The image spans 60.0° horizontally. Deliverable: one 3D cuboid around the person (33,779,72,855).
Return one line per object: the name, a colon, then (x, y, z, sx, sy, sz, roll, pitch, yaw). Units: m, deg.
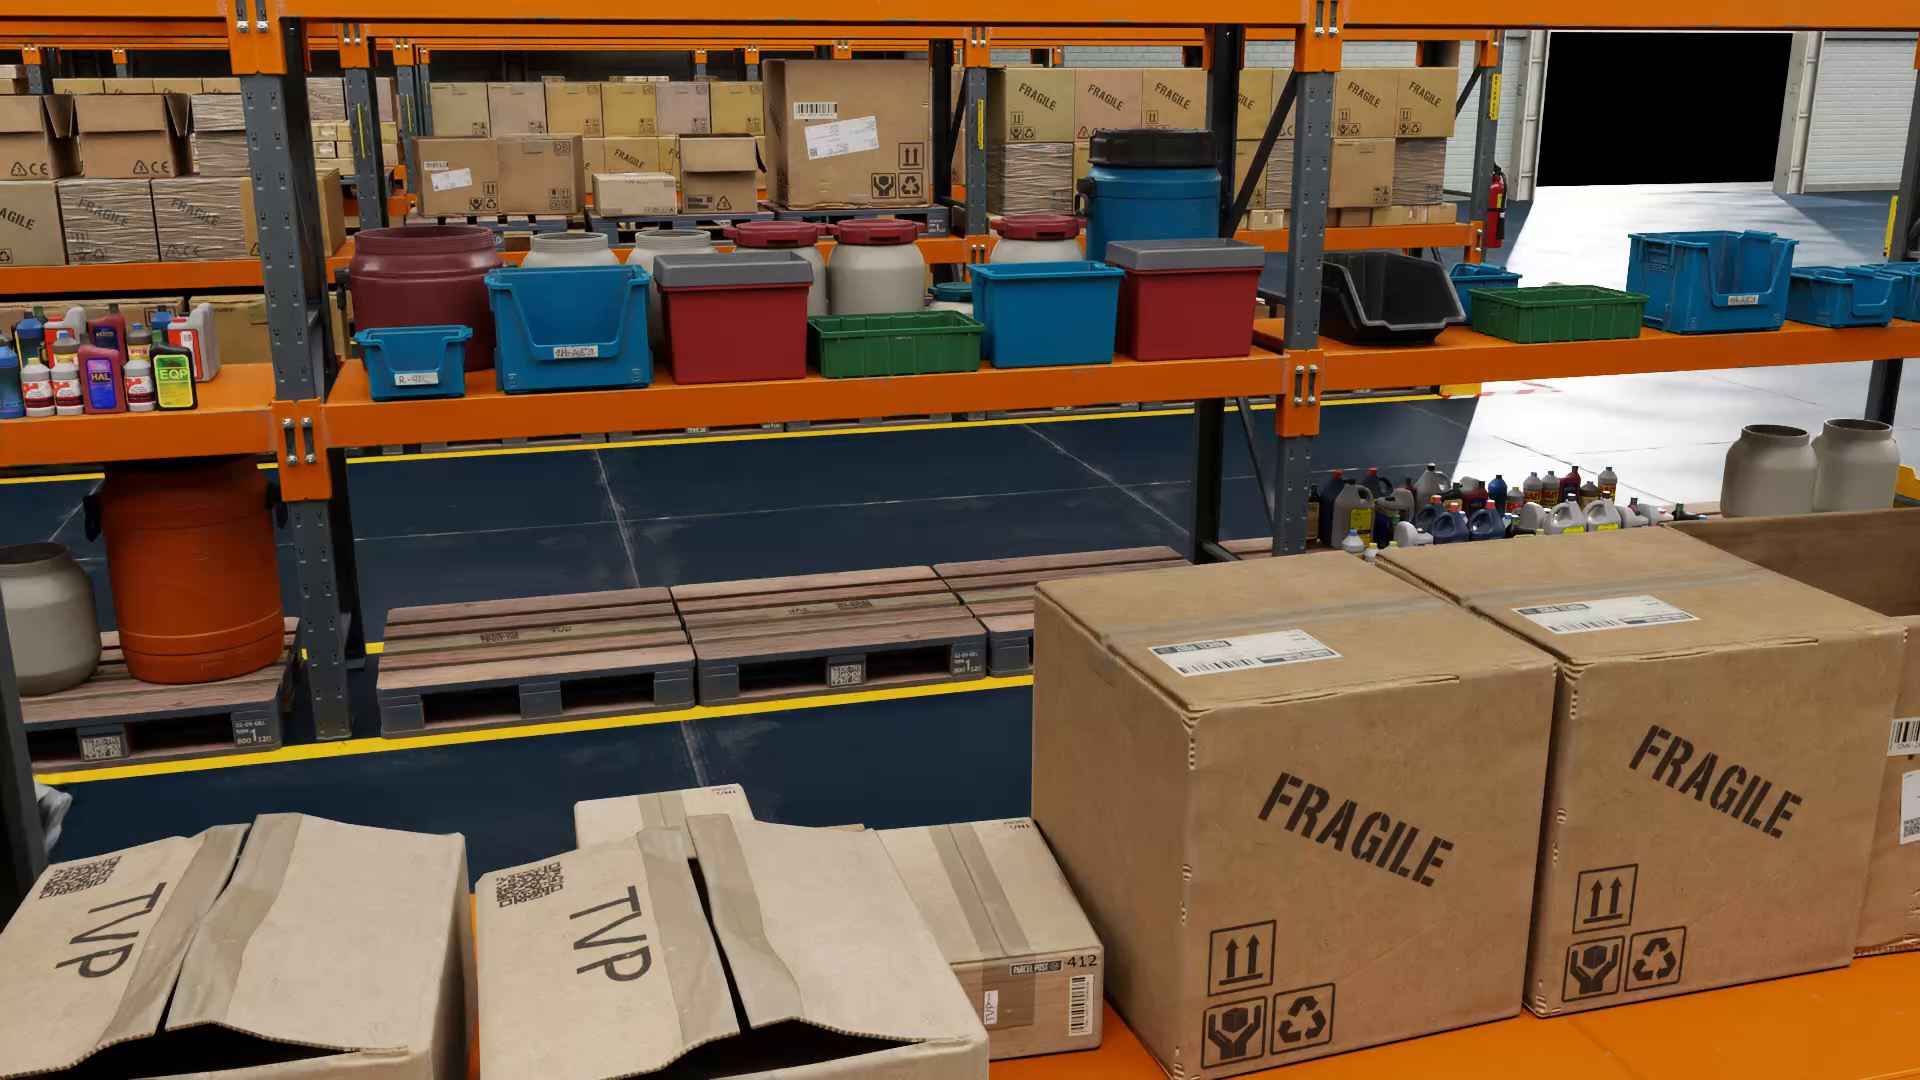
person: (-3.047, 0.339, 4.792, 0.650, 1.640, 0.477, -3, 16, -10)
